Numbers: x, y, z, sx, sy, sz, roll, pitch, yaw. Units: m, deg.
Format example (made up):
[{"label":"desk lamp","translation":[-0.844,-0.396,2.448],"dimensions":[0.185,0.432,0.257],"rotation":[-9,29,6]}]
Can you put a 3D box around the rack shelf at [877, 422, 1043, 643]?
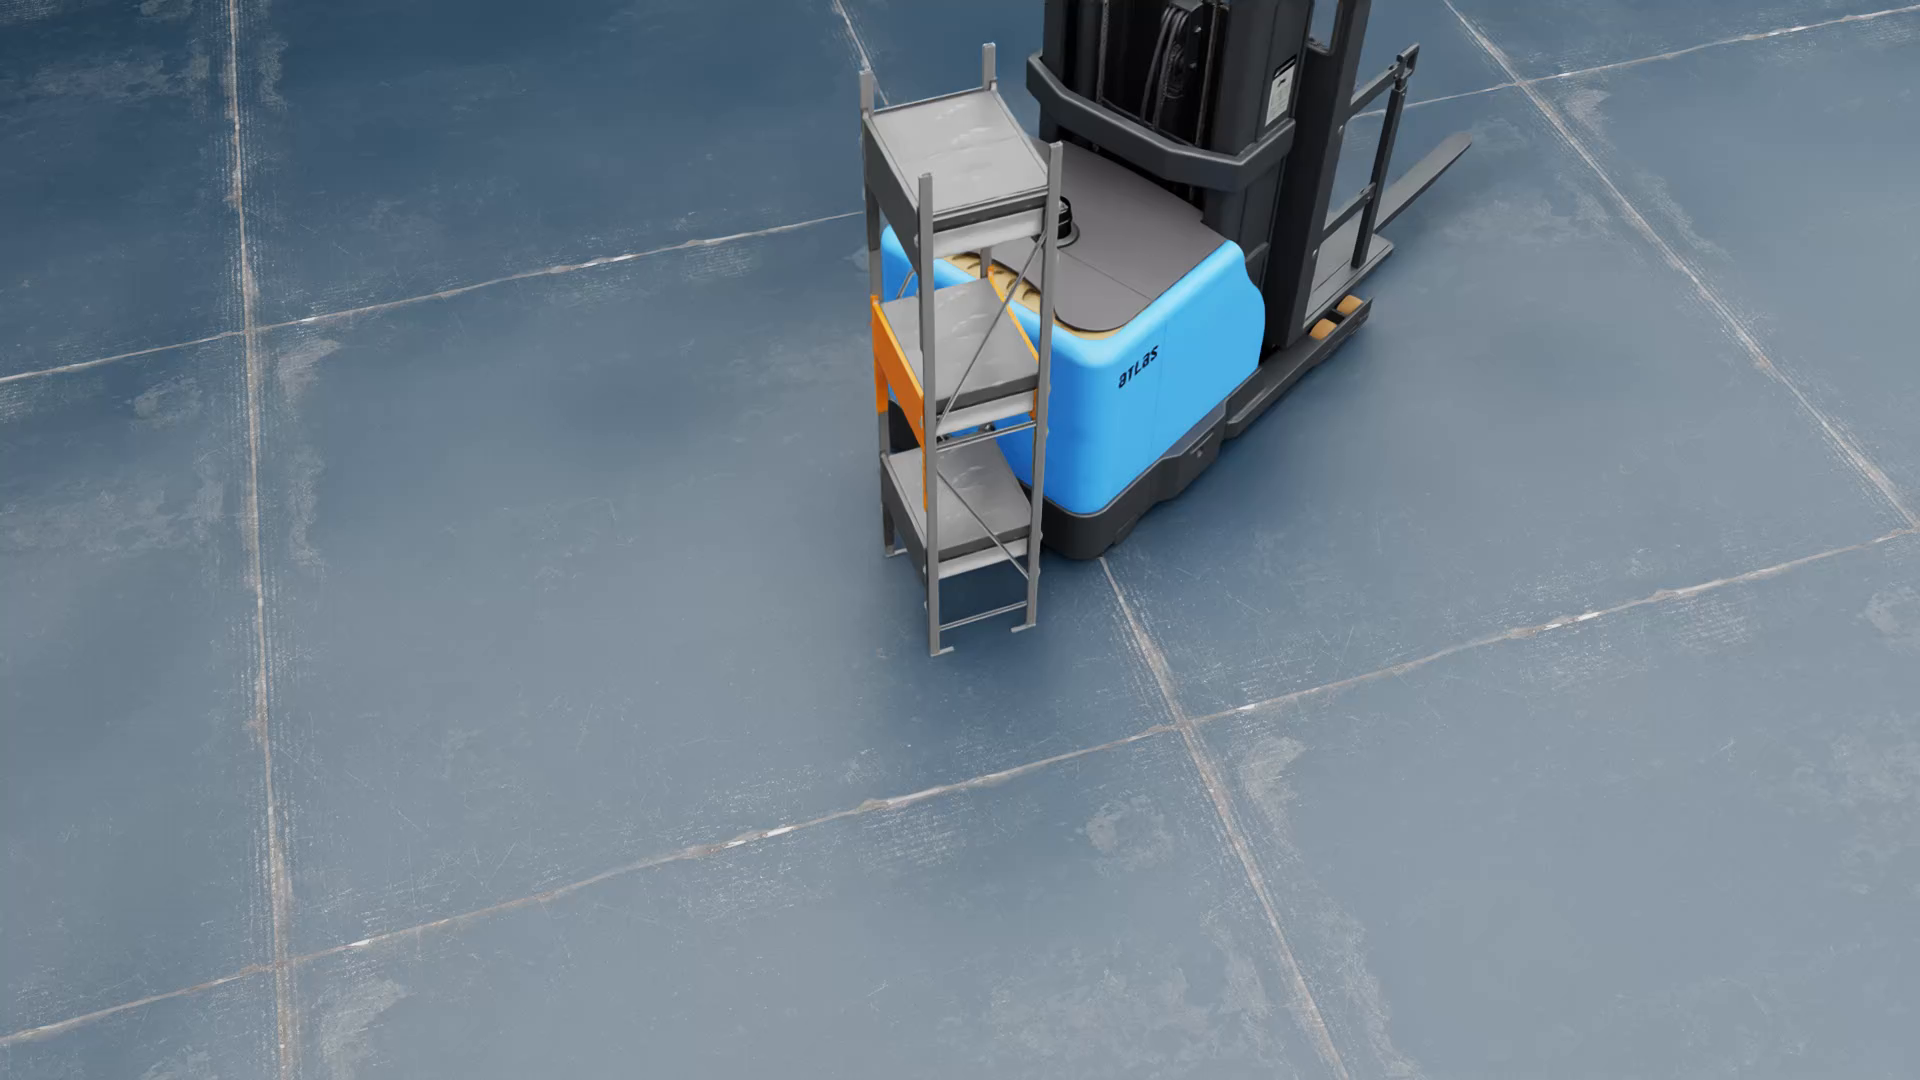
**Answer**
[{"label":"rack shelf","translation":[-0.004,-0.032,5.837],"dimensions":[0.431,0.518,0.480],"rotation":[-16,52,-13]}]

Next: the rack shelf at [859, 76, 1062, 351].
[{"label":"rack shelf","translation":[-0.004,-0.934,4.766],"dimensions":[0.431,0.518,0.480],"rotation":[-16,52,-13]}]

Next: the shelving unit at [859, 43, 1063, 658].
[{"label":"shelving unit","translation":[-0.004,-0.492,5.291],"dimensions":[0.431,2.100,0.503],"rotation":[-16,52,-13]}]

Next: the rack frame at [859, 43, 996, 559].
[{"label":"rack frame","translation":[-0.089,-0.667,5.439],"dimensions":[0.400,2.100,0.015],"rotation":[-16,52,-13]}]

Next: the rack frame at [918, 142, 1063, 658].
[{"label":"rack frame","translation":[0.081,-0.317,5.144],"dimensions":[0.400,2.100,0.015],"rotation":[-16,52,-13]}]

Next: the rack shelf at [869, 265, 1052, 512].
[{"label":"rack shelf","translation":[-0.004,-0.483,5.302],"dimensions":[0.431,0.518,0.480],"rotation":[-16,52,-13]}]

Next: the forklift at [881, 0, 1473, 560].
[{"label":"forklift","translation":[1.062,-1.924,5.955],"dimensions":[1.130,2.935,3.031],"rotation":[34,58,25]}]
